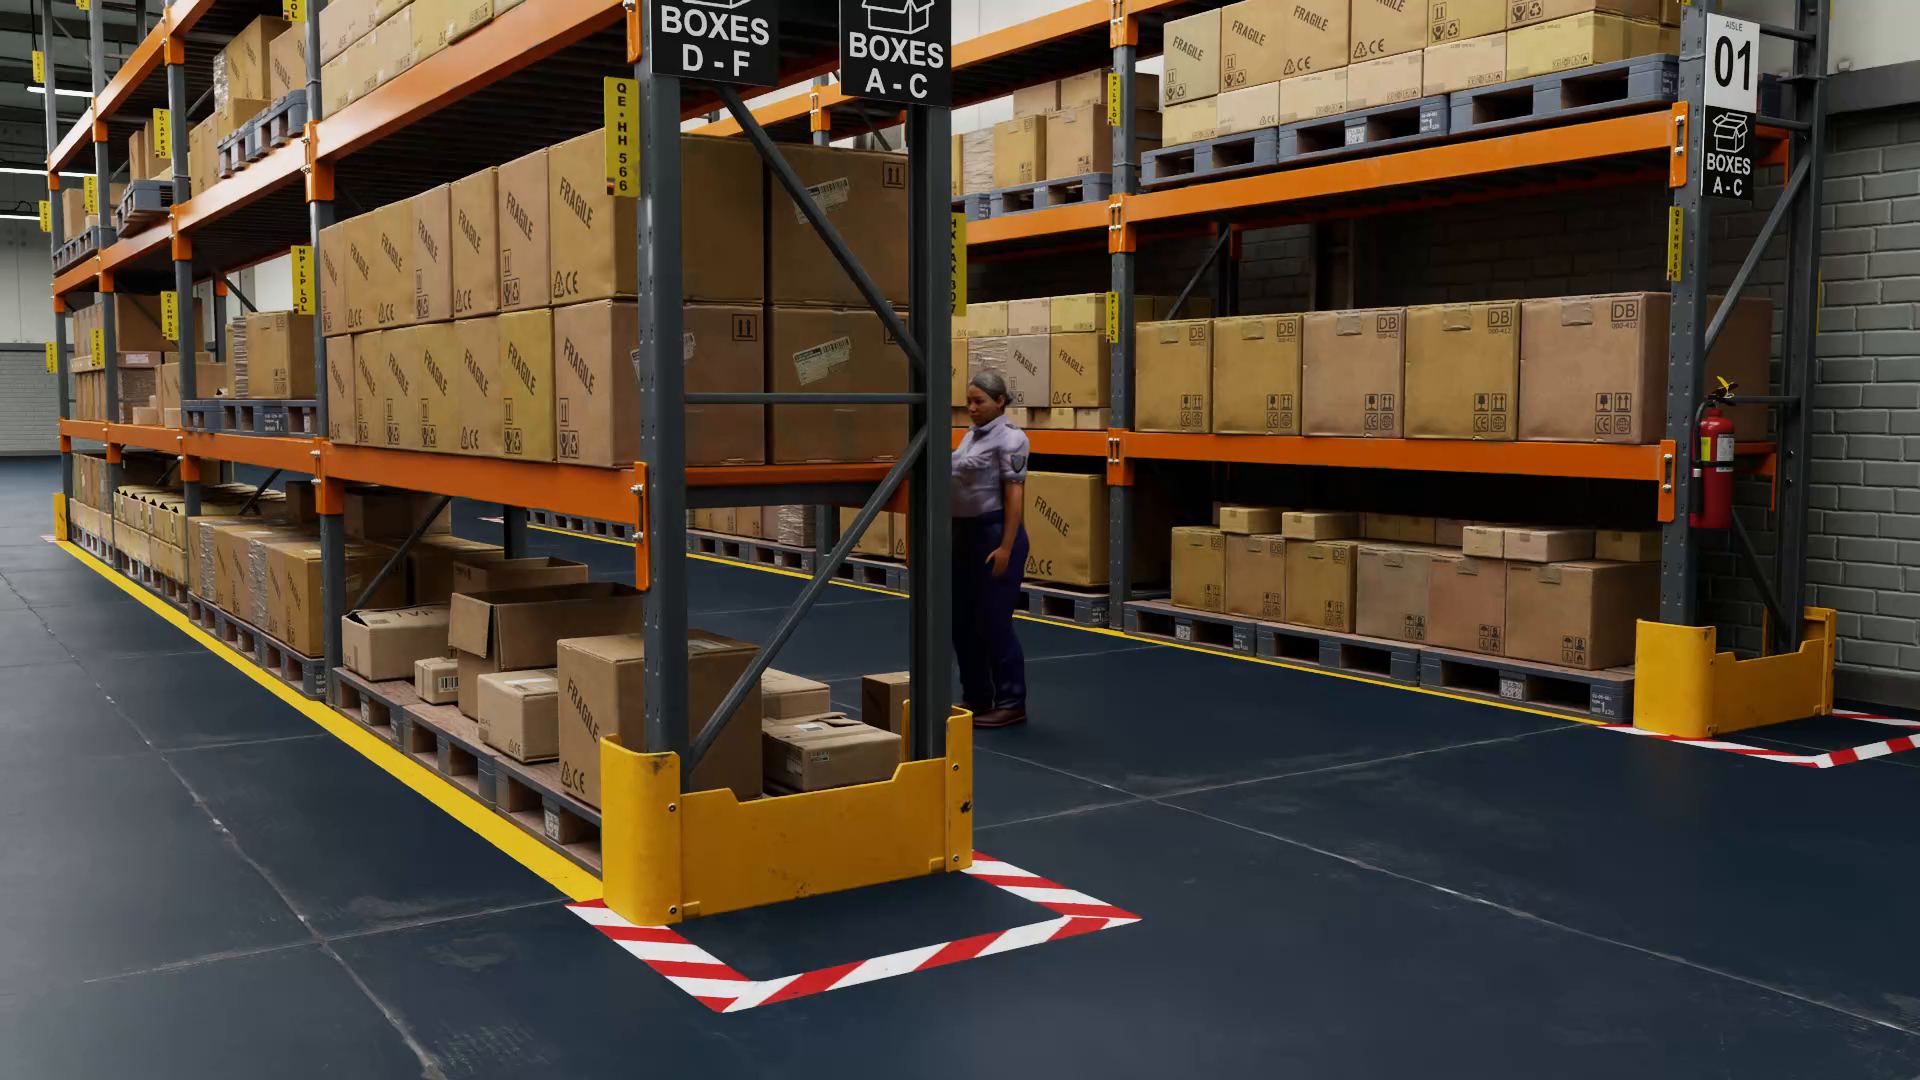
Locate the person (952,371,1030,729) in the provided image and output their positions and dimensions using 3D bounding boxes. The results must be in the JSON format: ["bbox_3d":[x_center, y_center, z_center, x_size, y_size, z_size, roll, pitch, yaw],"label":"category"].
[{"bbox_3d":[0.125,0.039,7.758,0.341,1.642,0.470,-3,6,-33],"label":"person"}]
